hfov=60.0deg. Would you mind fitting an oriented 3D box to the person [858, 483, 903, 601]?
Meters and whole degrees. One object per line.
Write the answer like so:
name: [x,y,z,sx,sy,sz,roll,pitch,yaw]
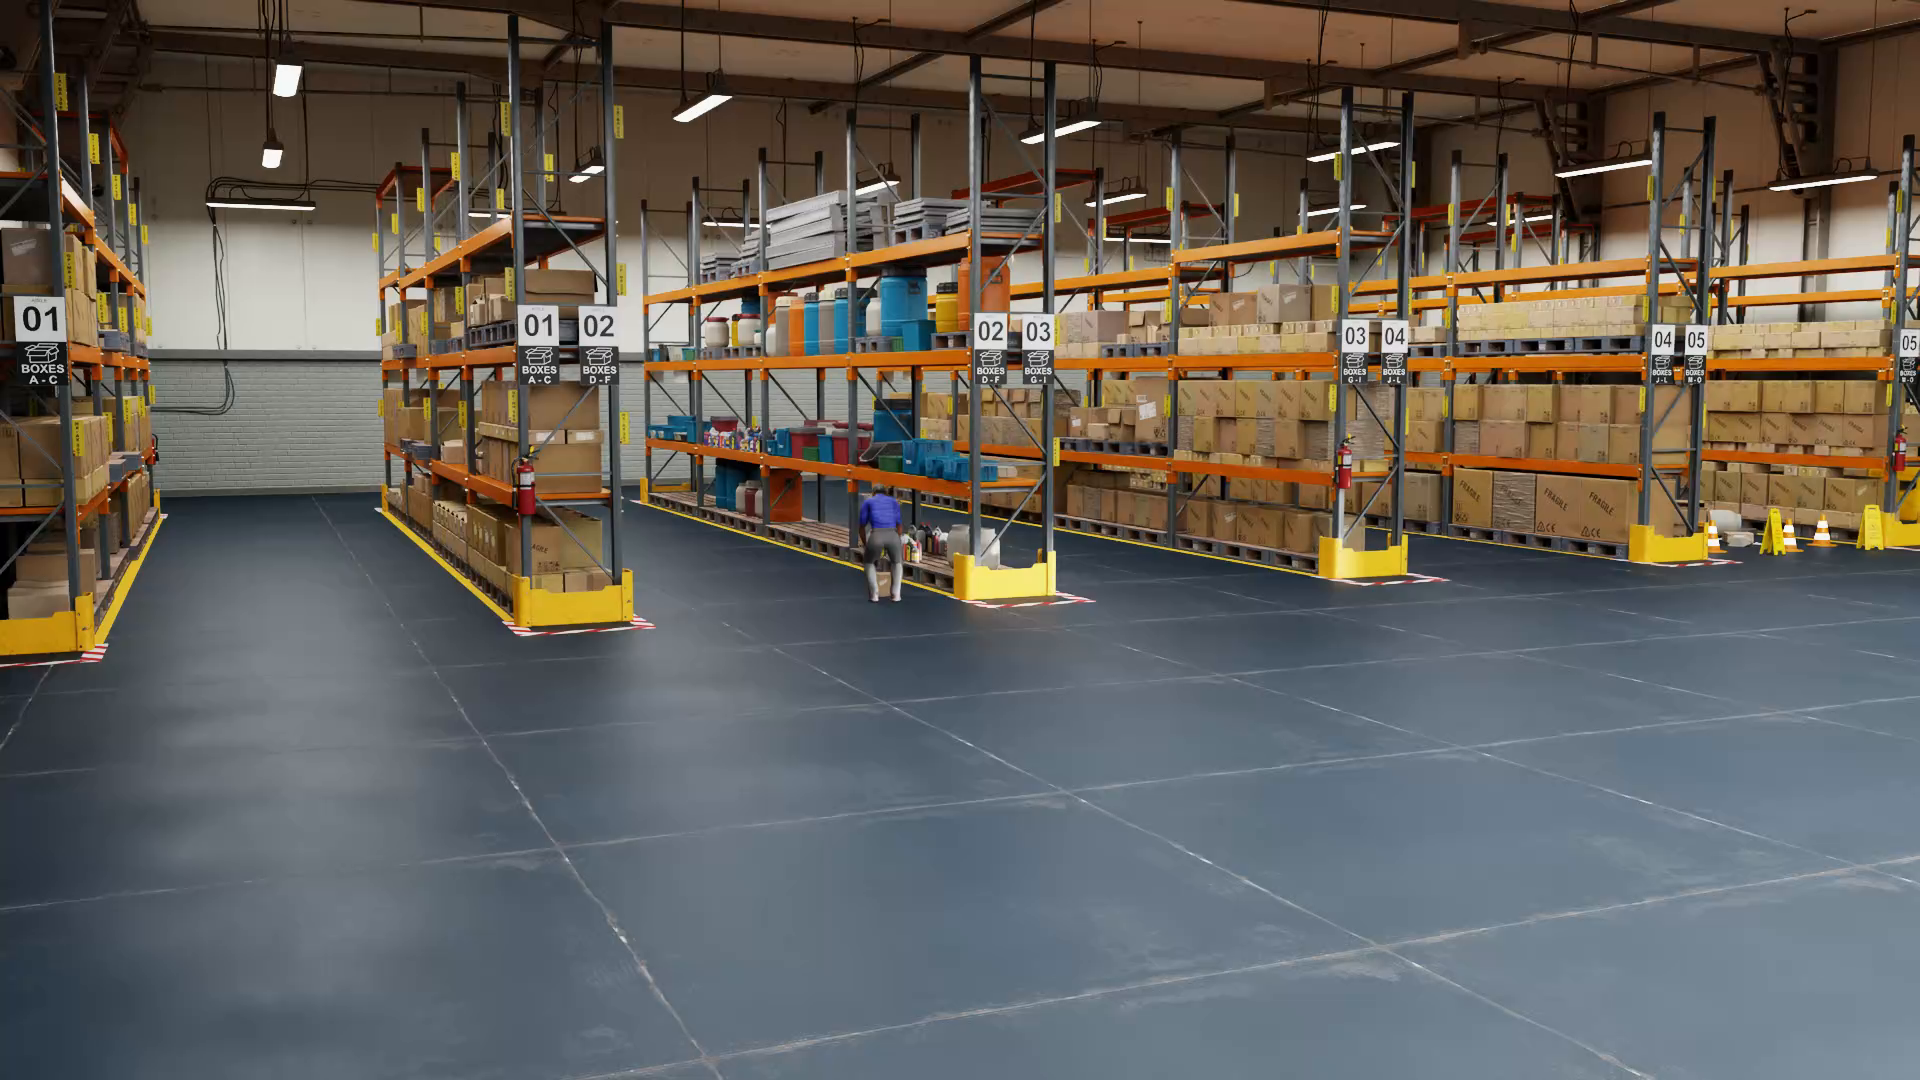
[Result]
person: [-0.888,0.032,18.581,0.496,1.306,0.669,0,6,-4]
